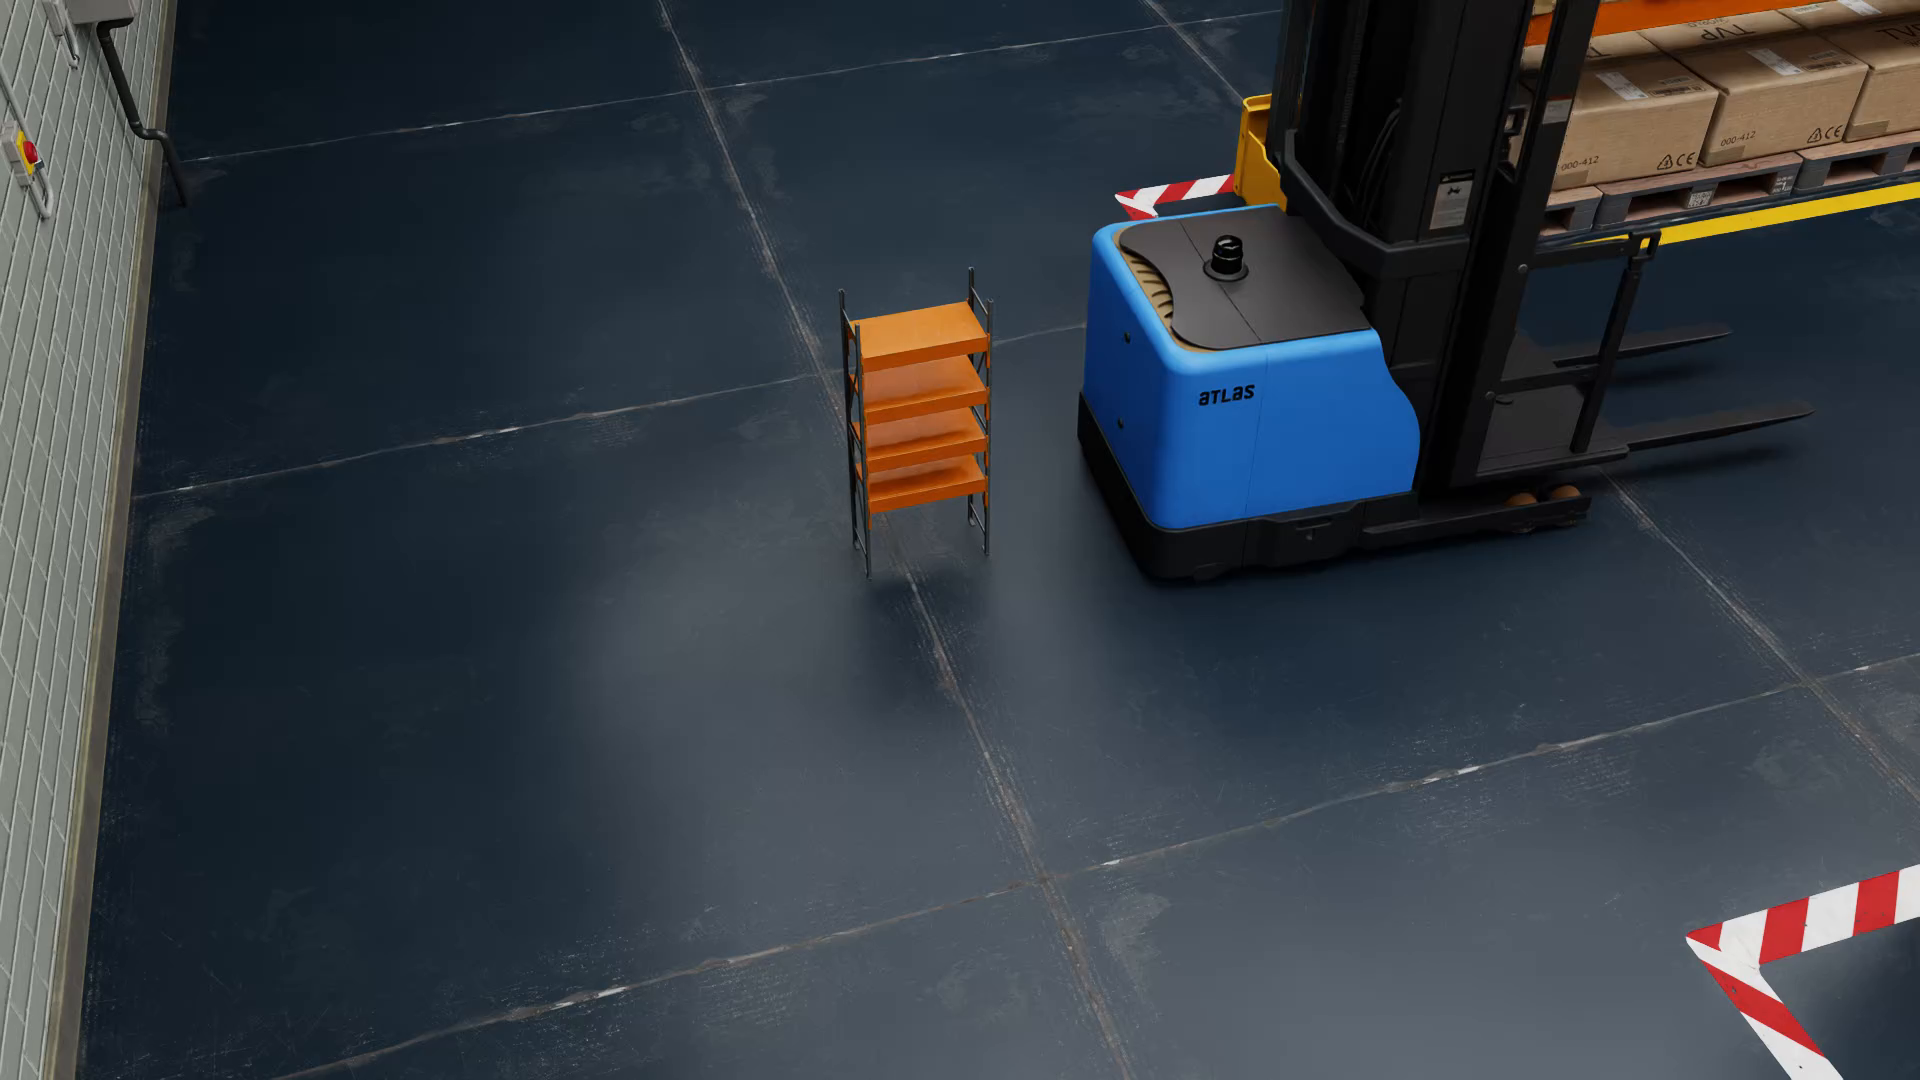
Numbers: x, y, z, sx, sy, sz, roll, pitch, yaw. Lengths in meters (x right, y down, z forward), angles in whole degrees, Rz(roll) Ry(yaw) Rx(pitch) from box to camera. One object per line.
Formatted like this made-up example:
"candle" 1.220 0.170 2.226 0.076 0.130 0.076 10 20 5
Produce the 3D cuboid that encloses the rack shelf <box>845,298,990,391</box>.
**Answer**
"rack shelf" -0.158 -0.715 6.059 0.480 0.148 0.258 -12 42 -13

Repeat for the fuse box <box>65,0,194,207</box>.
"fuse box" -4.058 -2.440 8.242 0.414 1.711 0.539 -12 42 -13

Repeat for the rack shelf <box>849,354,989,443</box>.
"rack shelf" -0.158 -0.537 6.215 0.480 0.148 0.258 -12 42 -13

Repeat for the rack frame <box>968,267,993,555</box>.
"rack frame" 0.075 -0.467 6.373 0.015 1.200 0.240 -12 42 -13

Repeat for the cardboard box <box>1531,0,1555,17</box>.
"cardboard box" 2.350 -2.659 7.438 0.500 0.500 0.500 -12 43 -13

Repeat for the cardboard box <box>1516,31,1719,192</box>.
"cardboard box" 3.275 -2.279 8.707 0.875 0.438 0.875 -11 42 -12

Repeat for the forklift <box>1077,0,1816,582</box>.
"forklift" 2.078 -1.459 6.192 3.031 2.935 1.130 -9 42 -10

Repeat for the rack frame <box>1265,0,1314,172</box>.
"rack frame" 1.806 -2.707 7.568 0.127 3.000 1.000 -12 42 -13

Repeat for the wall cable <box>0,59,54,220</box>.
"wall cable" -3.566 -1.972 5.931 0.123 1.953 0.585 -12 42 -13

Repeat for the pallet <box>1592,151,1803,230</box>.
"pallet" 3.706 -2.102 8.996 1.213 0.211 1.003 -12 42 -13

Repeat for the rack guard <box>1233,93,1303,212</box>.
"rack guard" 1.783 -1.761 8.385 0.348 0.500 1.175 -12 42 -13

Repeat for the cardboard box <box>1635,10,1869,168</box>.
"cardboard box" 4.136 -2.456 8.910 0.875 0.438 0.875 -13 43 -14

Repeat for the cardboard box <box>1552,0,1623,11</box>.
"cardboard box" 2.824 -2.777 7.572 0.500 0.500 0.500 -12 43 -14

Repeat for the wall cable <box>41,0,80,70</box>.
"wall cable" -4.003 -2.848 6.958 0.122 1.984 0.588 -12 42 -13

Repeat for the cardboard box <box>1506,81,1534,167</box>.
"cardboard box" 2.405 -2.093 8.494 0.875 0.438 0.875 -13 43 -15

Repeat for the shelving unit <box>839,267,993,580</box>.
"shelving unit" -0.158 -0.419 6.318 0.503 1.200 0.258 -12 42 -13

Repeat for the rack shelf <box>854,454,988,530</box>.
"rack shelf" -0.158 -0.219 6.493 0.480 0.148 0.258 -12 42 -13

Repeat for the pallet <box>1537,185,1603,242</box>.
"pallet" 2.545 -1.864 8.723 1.213 0.211 1.003 -12 42 -13

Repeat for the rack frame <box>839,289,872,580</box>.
"rack frame" -0.391 -0.371 6.263 0.015 1.200 0.240 -12 42 -13

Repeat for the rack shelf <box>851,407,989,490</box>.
"rack shelf" -0.158 -0.368 6.362 0.480 0.148 0.258 -12 42 -13

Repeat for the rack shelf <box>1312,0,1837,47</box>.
"rack shelf" 3.713 -2.831 8.257 4.000 0.370 1.077 -12 42 -13

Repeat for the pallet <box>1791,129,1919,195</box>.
"pallet" 4.872 -2.346 9.275 1.213 0.211 1.003 -12 42 -13

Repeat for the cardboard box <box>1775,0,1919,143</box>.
"cardboard box" 4.990 -2.634 9.113 0.875 0.438 0.875 -12 43 -14
